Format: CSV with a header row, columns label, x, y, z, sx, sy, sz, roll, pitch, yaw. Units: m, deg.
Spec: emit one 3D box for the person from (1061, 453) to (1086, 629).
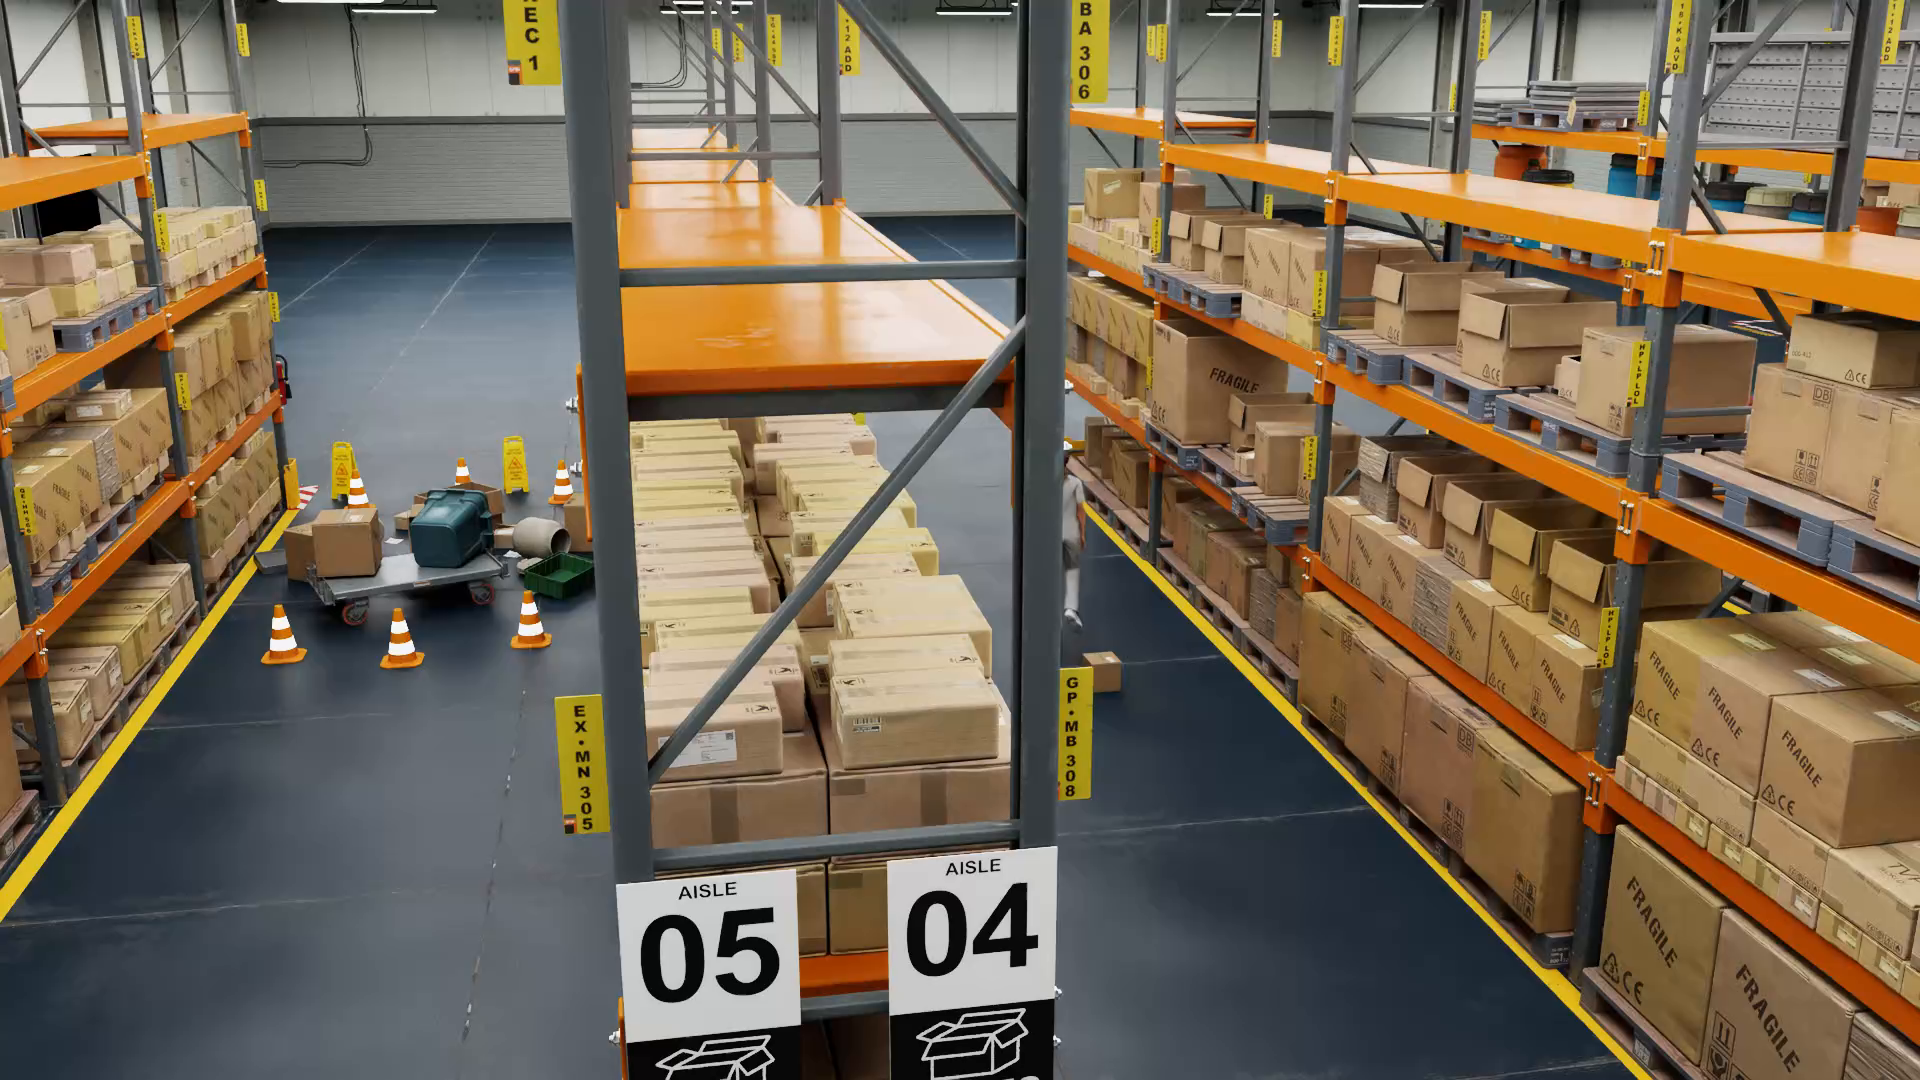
label,x,y,z,sx,sy,sz,roll,pitch,yaw
person,0.859,-0.005,14.466,0.470,1.669,0.437,-3,17,-9
